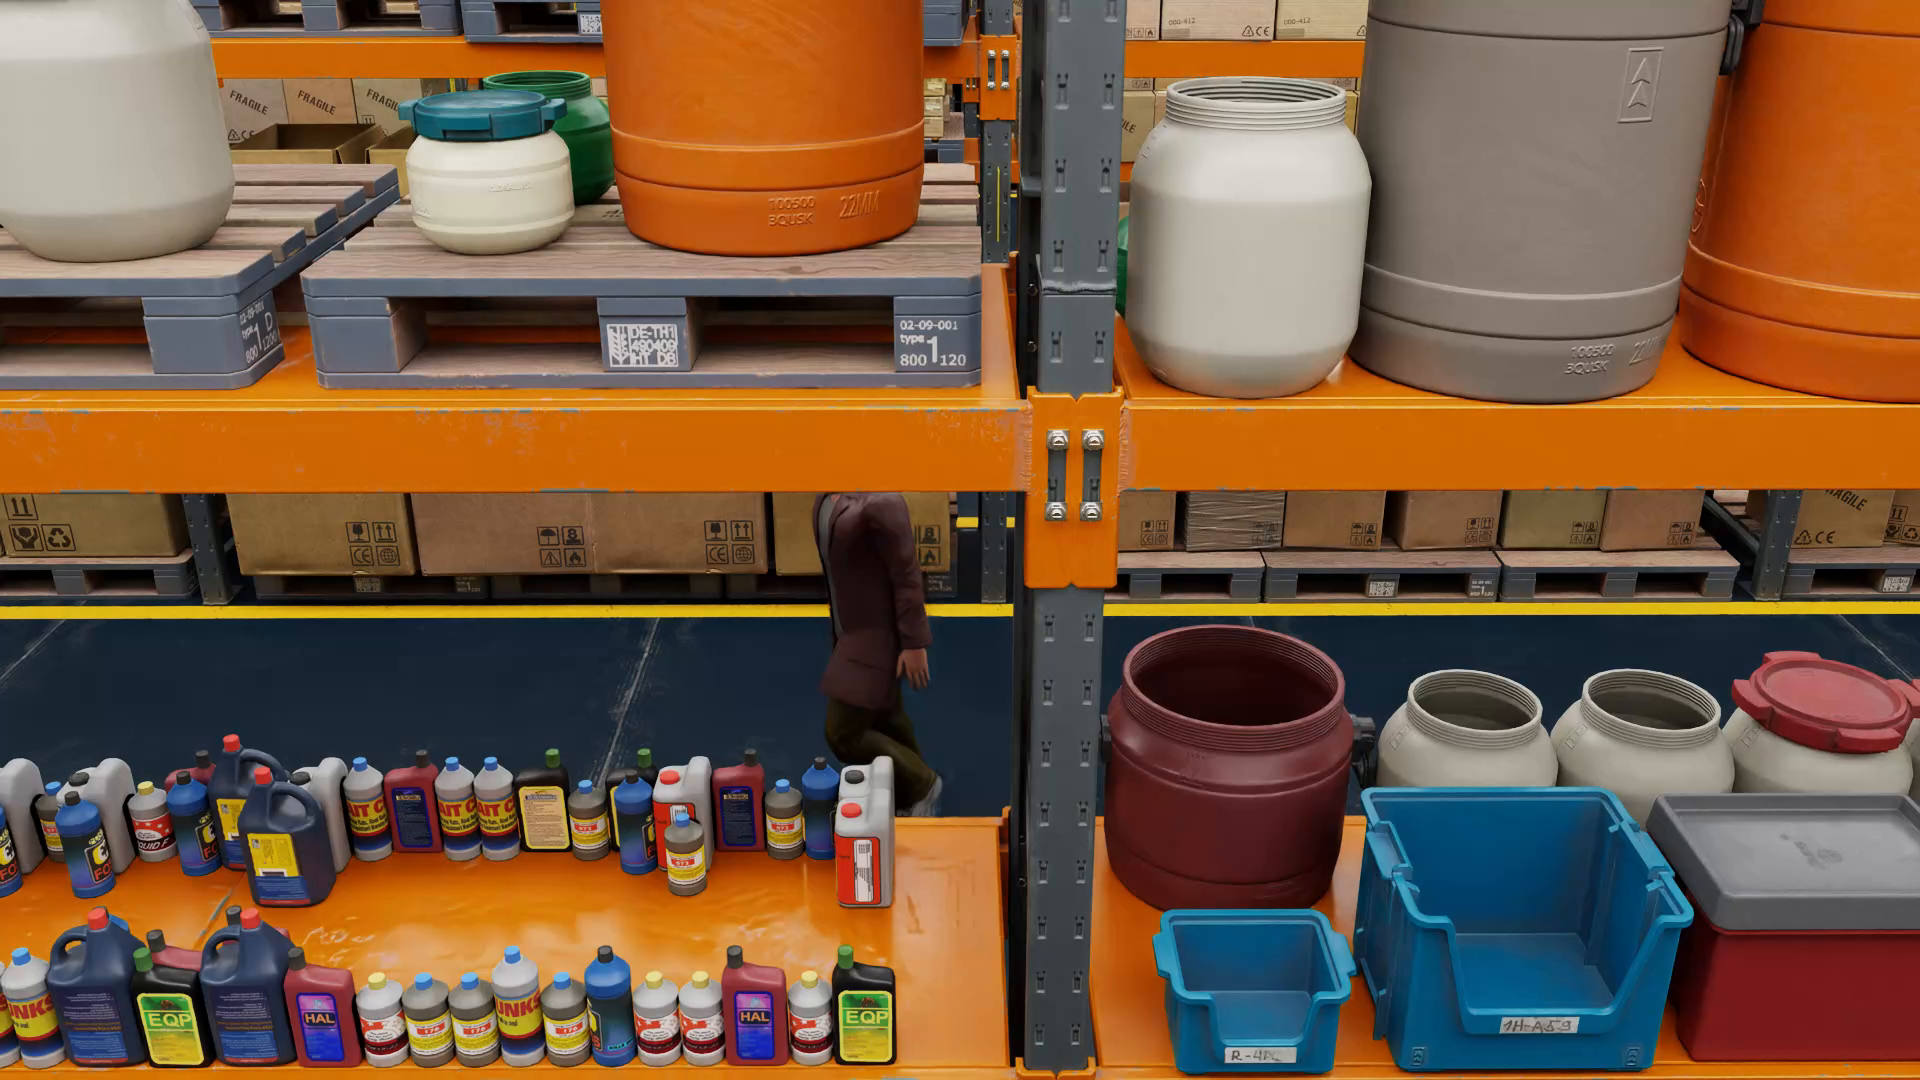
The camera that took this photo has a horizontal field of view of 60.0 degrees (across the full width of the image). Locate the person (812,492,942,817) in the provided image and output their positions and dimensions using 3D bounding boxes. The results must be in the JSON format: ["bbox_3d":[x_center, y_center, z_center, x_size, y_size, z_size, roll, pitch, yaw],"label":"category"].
[{"bbox_3d":[-0.339,0.343,6.298,0.512,1.768,0.621,-9,25,-20],"label":"person"}]
